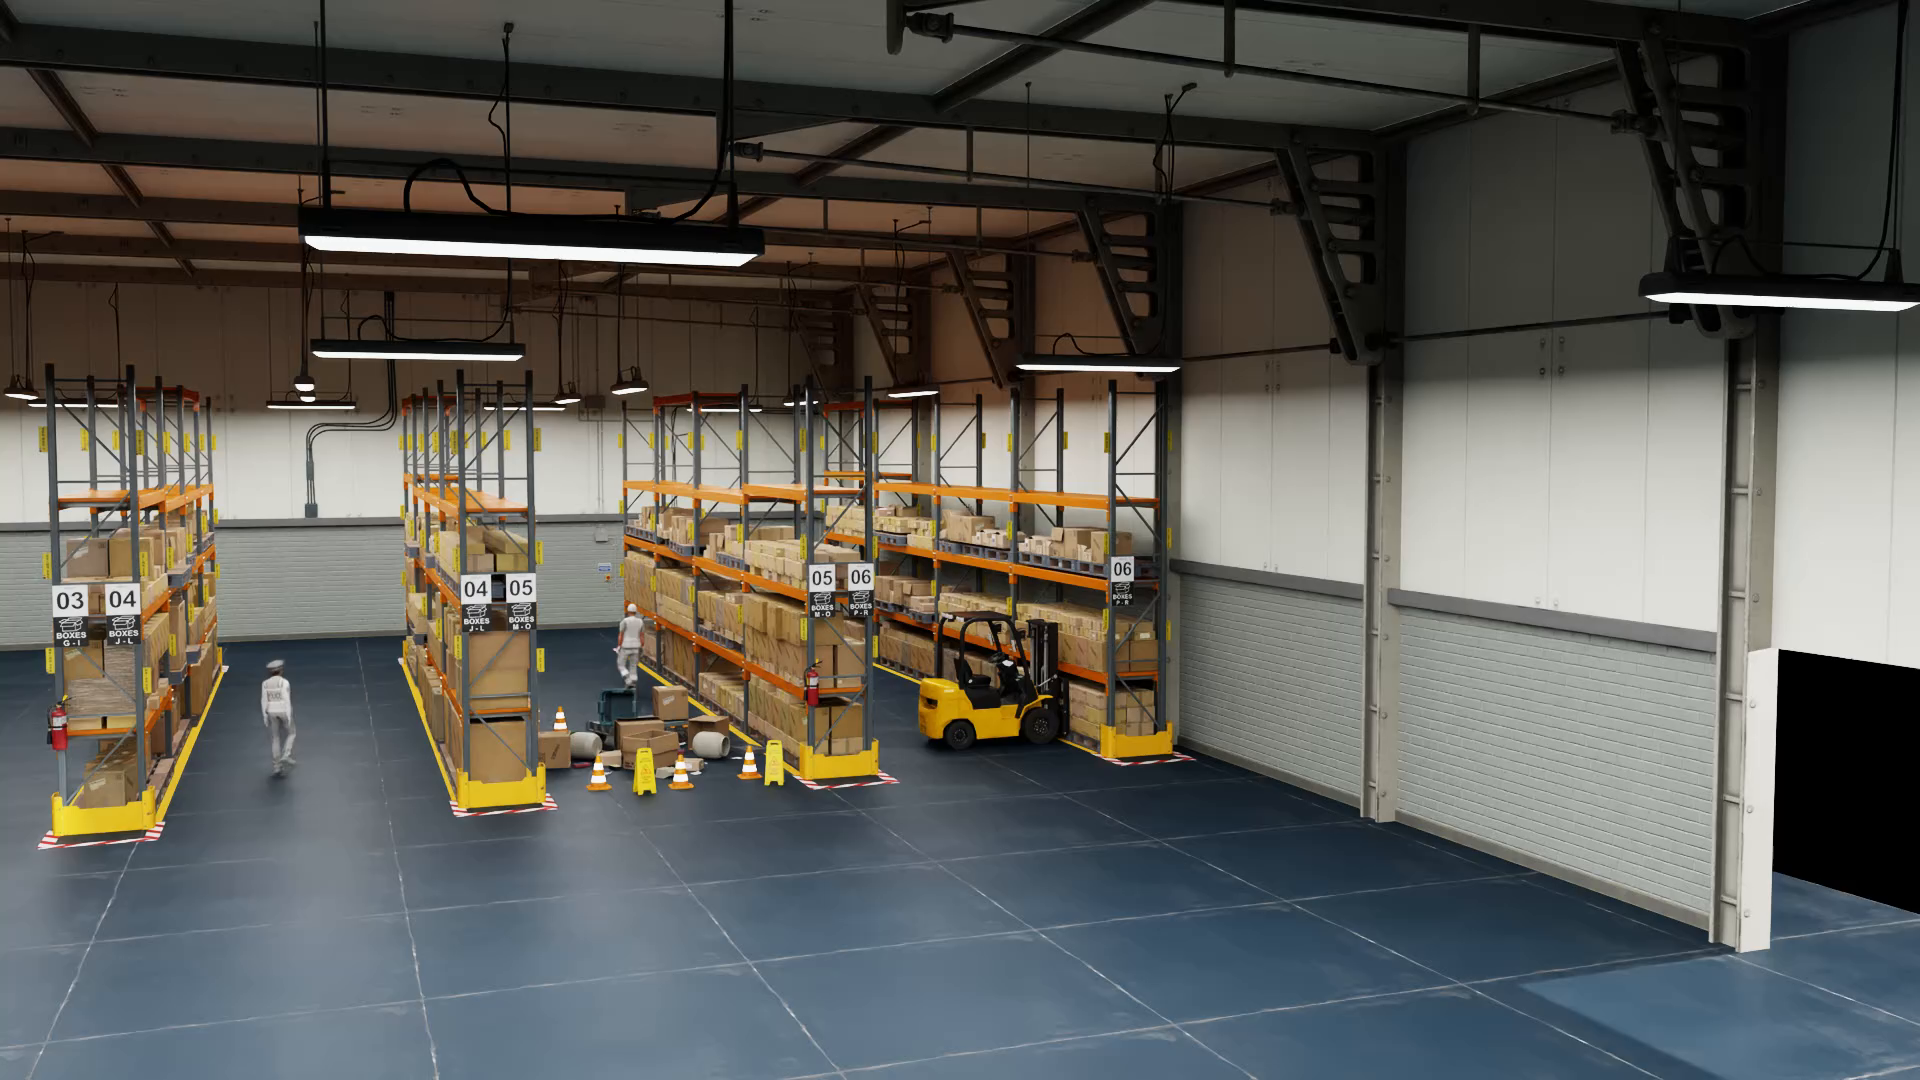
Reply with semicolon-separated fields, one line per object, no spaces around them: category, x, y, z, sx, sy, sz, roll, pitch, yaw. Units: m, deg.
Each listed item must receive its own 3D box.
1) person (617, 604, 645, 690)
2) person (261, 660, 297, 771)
person;-6.539;2.168;33.101;0.593;1.784;0.485;-2;4;-32
person;-10.400;2.676;25.373;0.519;1.667;0.457;-1;3;-9
